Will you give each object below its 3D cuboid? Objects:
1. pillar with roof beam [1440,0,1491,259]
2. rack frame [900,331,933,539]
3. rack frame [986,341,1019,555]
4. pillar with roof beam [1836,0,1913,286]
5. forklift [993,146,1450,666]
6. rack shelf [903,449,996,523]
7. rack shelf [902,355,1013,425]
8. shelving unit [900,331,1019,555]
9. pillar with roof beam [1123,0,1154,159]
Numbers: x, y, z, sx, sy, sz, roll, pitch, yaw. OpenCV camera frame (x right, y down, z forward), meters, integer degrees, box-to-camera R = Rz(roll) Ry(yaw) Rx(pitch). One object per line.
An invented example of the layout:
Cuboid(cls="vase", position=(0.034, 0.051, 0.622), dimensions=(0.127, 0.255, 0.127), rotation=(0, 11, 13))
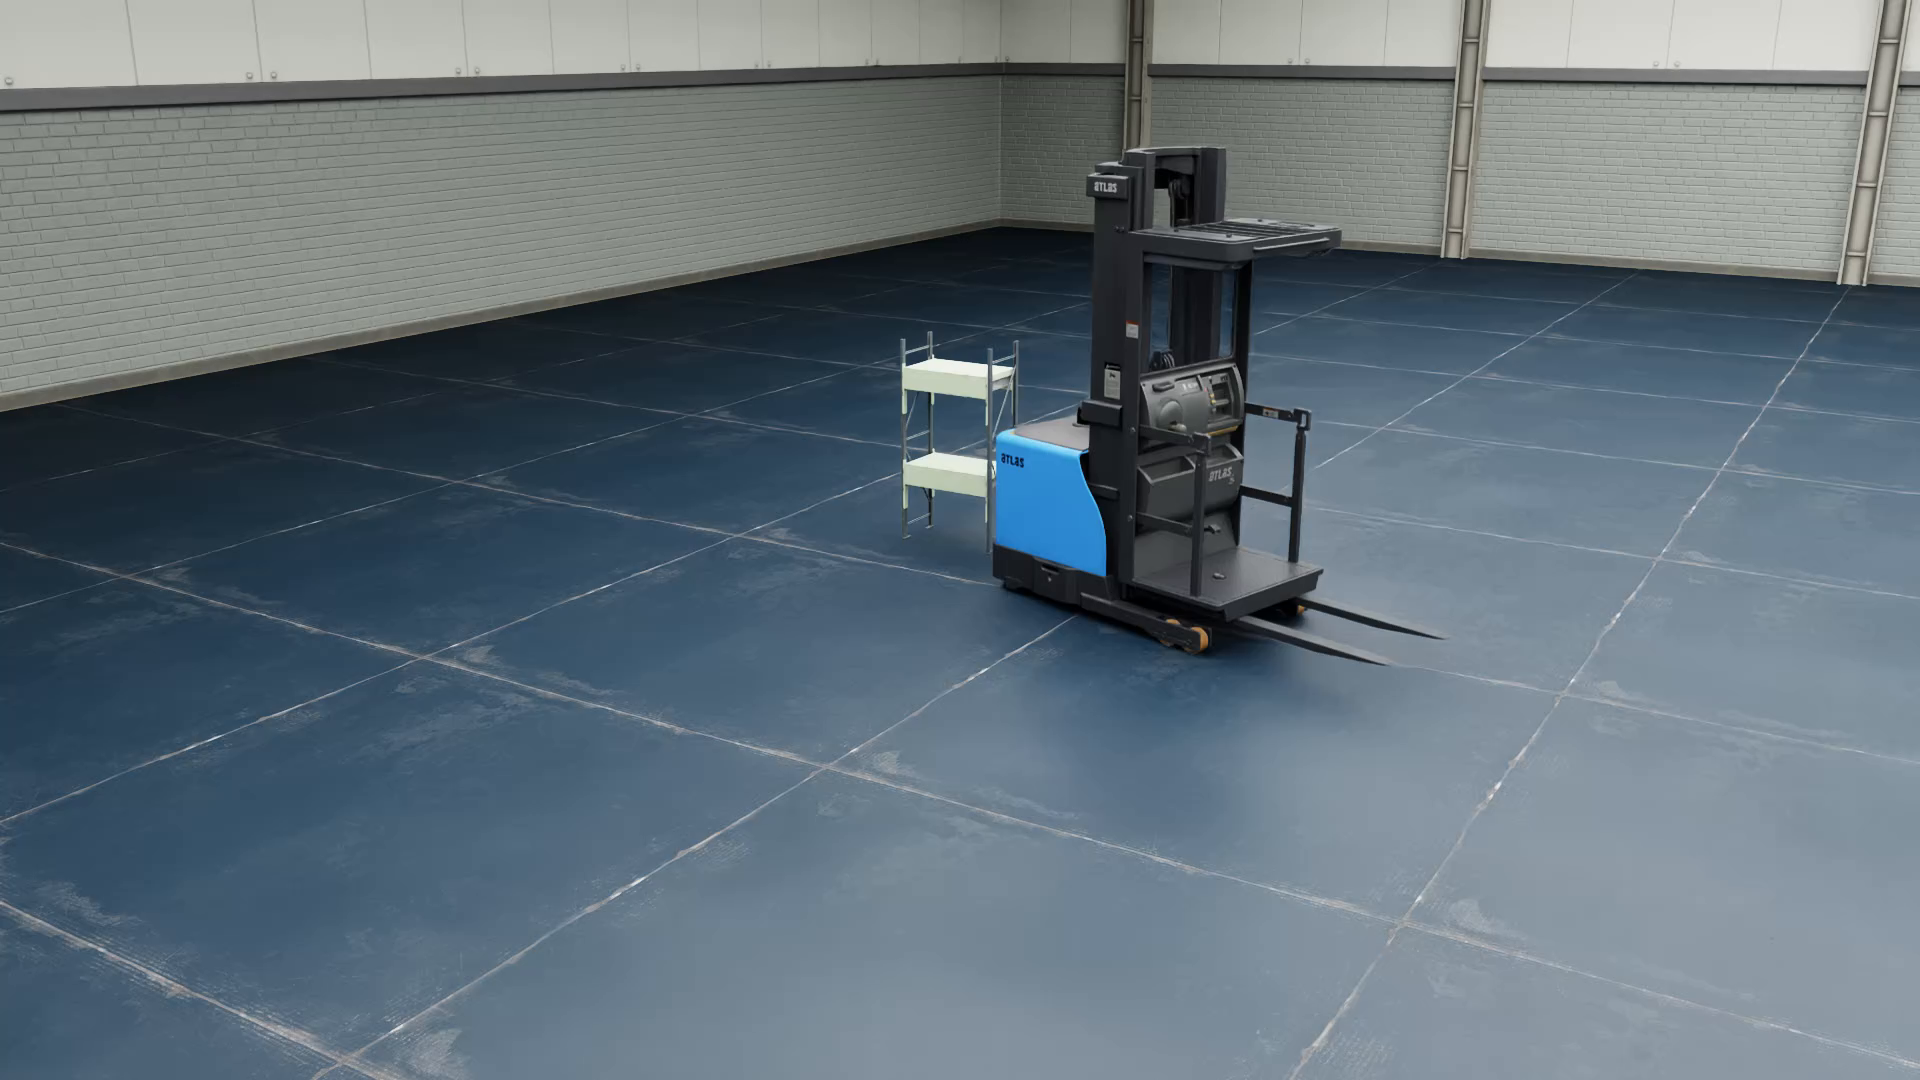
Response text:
Cuboid(cls="pillar with roof beam", position=(6.111, -8.022, 23.308), dimensions=(0.400, 9.000, 9.100), rotation=(10, 20, 30))
Cuboid(cls="rack frame", position=(-0.318, -0.774, 12.350), dimensions=(0.023, 1.500, 0.400), rotation=(10, 20, 30))
Cuboid(cls="rack frame", position=(0.306, -0.663, 11.983), dimensions=(0.023, 1.500, 0.400), rotation=(10, 20, 30))
Cuboid(cls="pillar with roof beam", position=(11.224, -7.110, 20.304), dimensions=(0.400, 9.000, 9.100), rotation=(10, 20, 30))
Cuboid(cls="forklift", position=(1.598, -0.877, 10.224), dimensions=(1.130, 2.935, 3.031), rotation=(-15, 23, -41))
Cuboid(cls="rack shelf", position=(-0.006, -0.407, 12.261), dimensions=(0.720, 0.370, 0.431), rotation=(10, 20, 30))
Cuboid(cls="rack shelf", position=(-0.006, -1.092, 12.053), dimensions=(0.720, 0.370, 0.431), rotation=(10, 20, 30))
Cuboid(cls="shelving unit", position=(-0.006, -0.719, 12.167), dimensions=(0.755, 1.500, 0.431), rotation=(10, 20, 30))
Cuboid(cls="pillar with roof beam", position=(0.998, -8.935, 26.313), dimensions=(0.400, 9.000, 9.100), rotation=(10, 20, 30))
